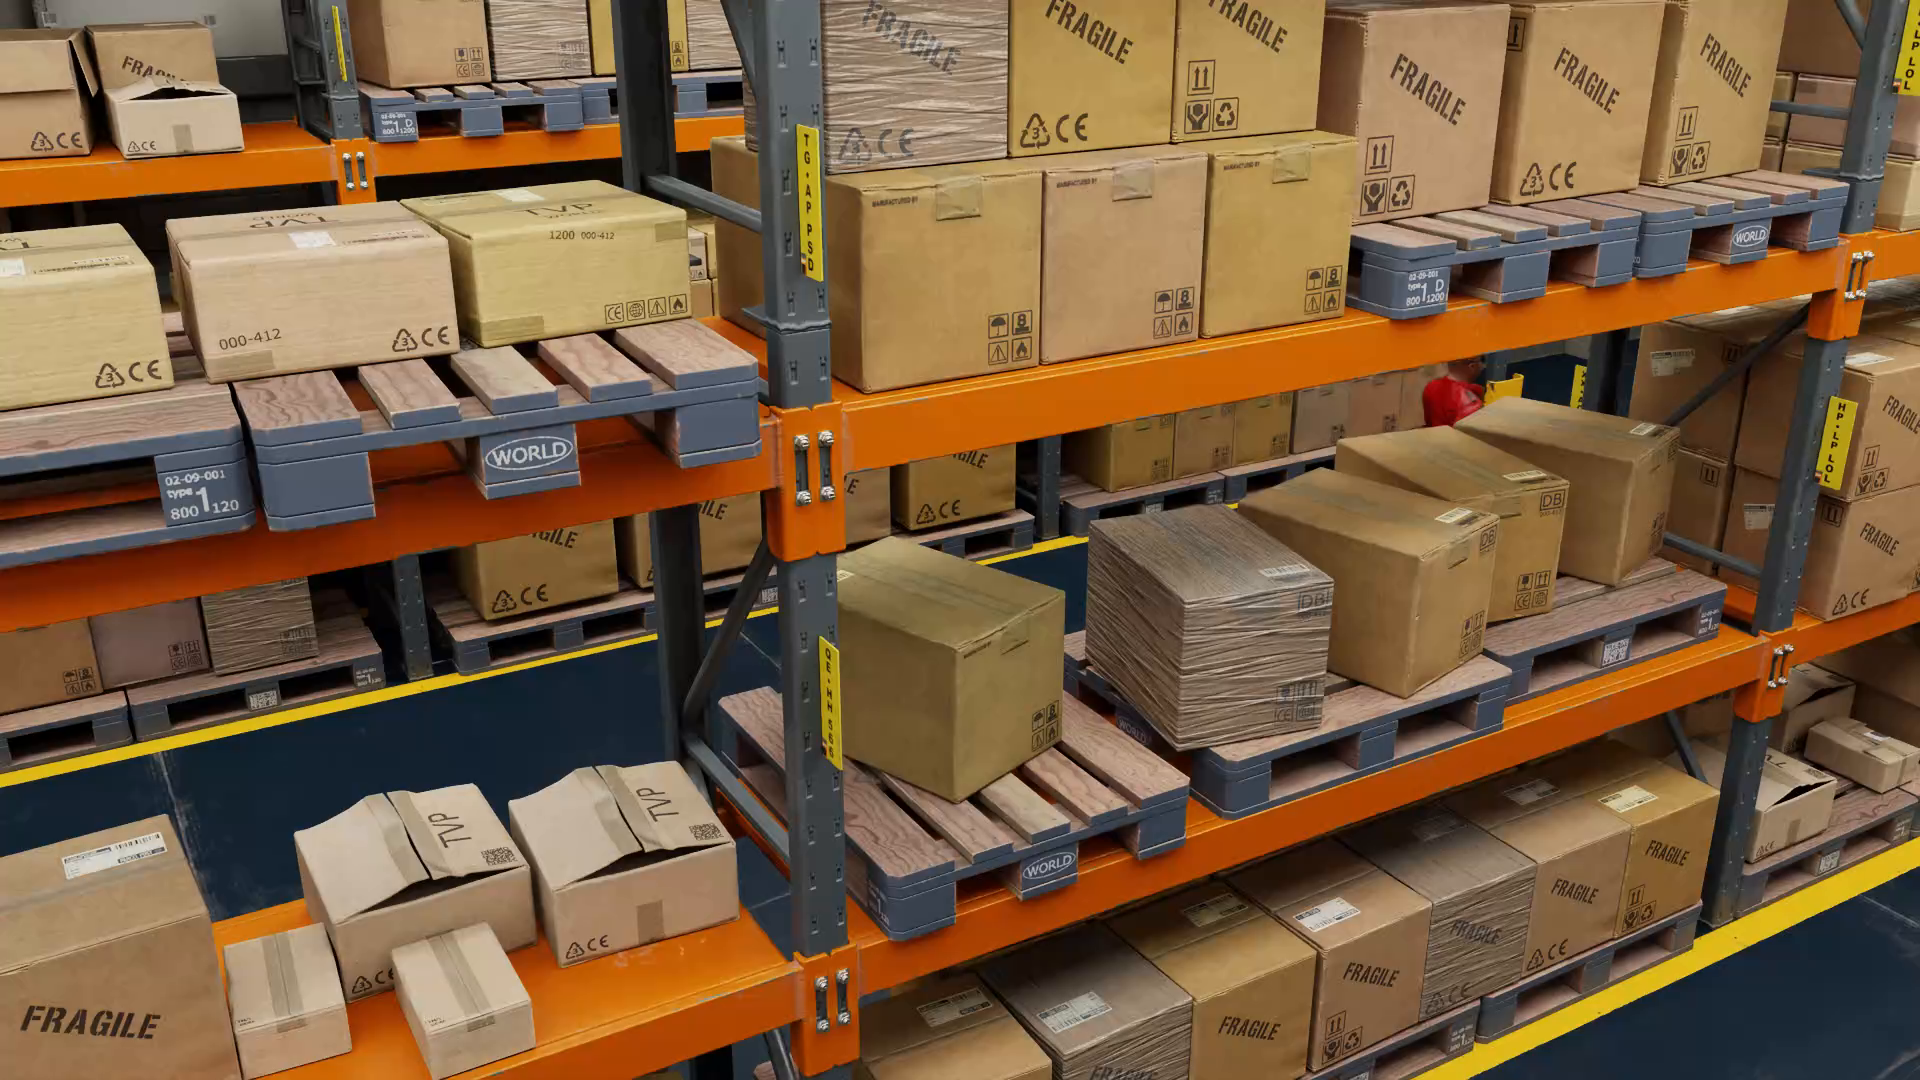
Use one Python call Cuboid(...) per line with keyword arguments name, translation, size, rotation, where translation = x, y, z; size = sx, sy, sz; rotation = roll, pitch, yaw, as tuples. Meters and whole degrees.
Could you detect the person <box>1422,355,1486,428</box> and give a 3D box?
Cuboid(name="person", translation=(2.807, -0.310, 9.142), size=(0.983, 1.667, 0.576), rotation=(-7, 23, -16))
